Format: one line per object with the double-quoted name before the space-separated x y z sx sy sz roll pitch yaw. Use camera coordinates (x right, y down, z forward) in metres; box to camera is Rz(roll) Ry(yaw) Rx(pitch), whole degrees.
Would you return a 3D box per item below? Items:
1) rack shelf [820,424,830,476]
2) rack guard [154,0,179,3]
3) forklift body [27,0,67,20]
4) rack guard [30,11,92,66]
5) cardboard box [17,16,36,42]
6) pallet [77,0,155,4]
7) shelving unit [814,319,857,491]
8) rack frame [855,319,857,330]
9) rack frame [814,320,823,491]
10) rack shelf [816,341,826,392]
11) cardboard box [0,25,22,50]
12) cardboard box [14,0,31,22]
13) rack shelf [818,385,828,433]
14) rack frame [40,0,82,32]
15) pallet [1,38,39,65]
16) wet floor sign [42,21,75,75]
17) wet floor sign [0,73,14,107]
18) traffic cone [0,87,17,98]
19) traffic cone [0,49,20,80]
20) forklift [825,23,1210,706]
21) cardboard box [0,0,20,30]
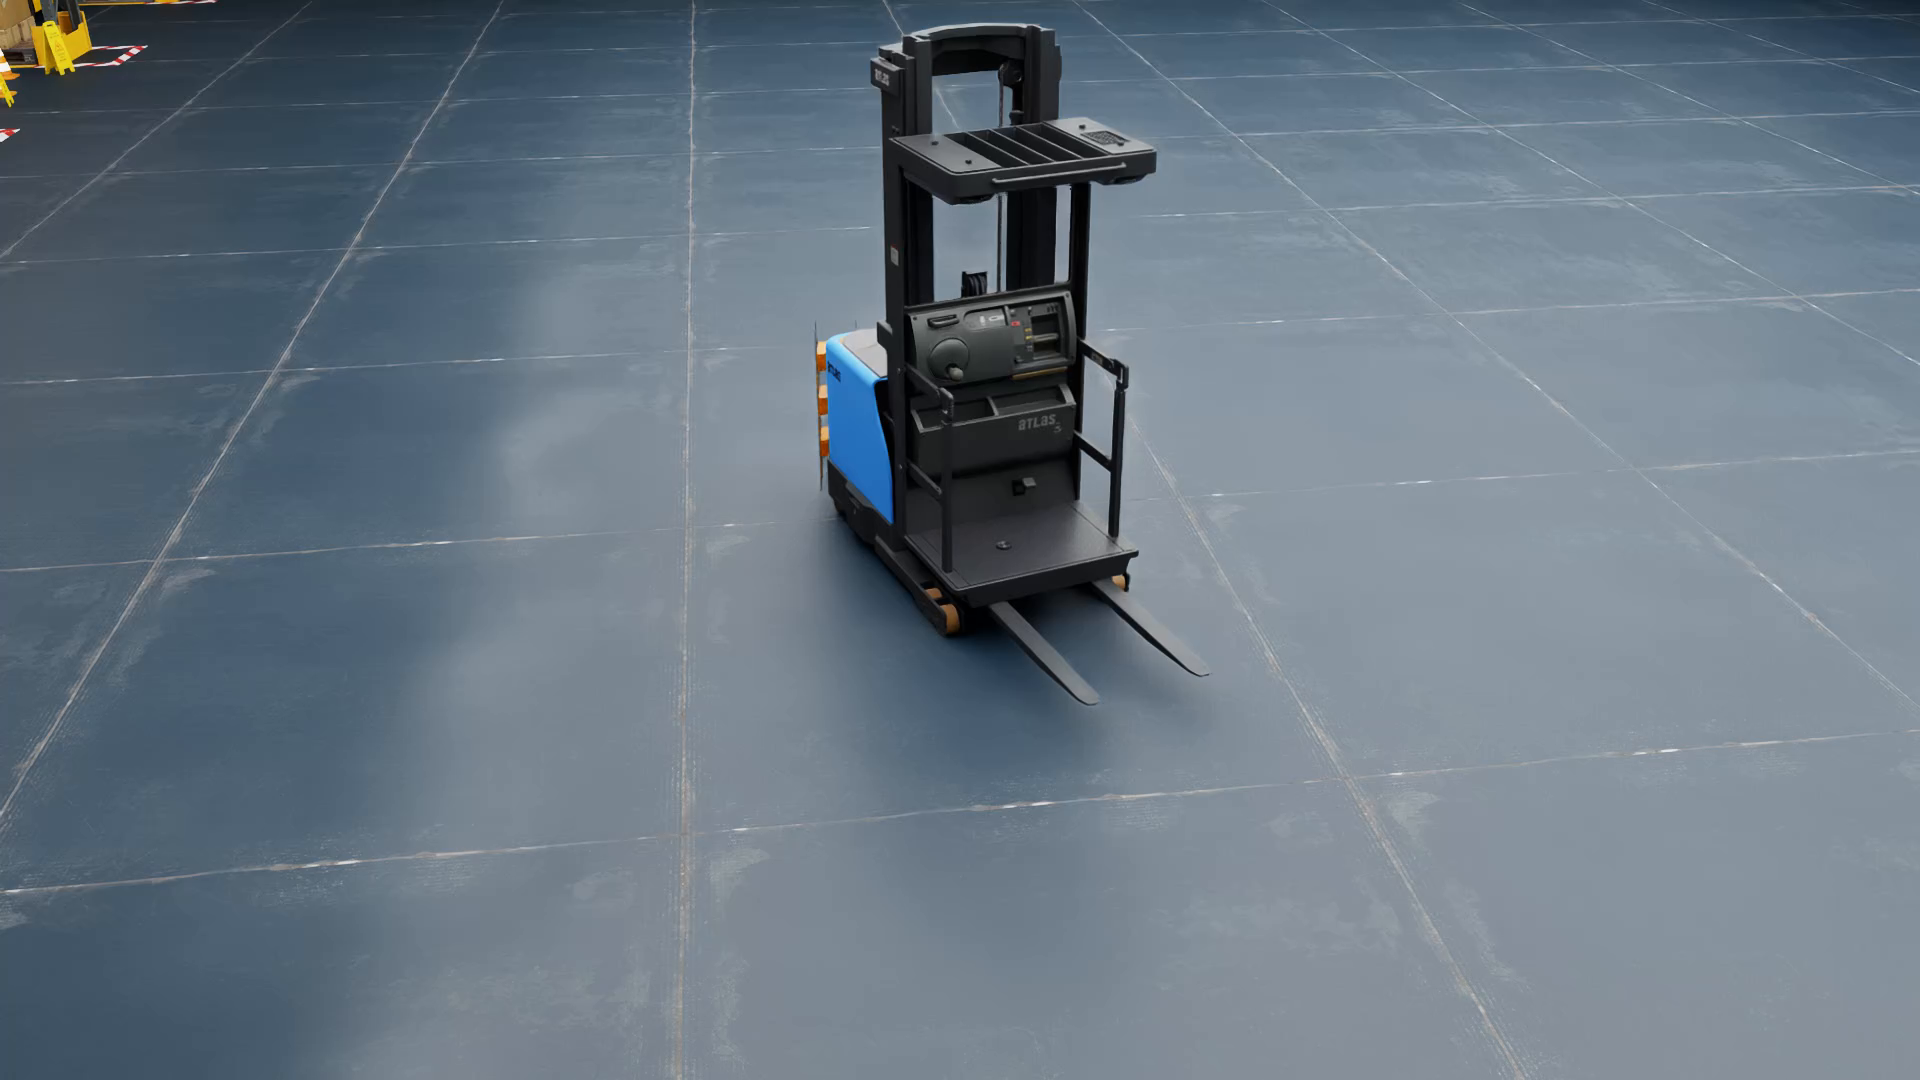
"rack shelf" -0.745 -0.561 10.326 0.240 0.259 0.215 -2 27 -3
"rack guard" -12.670 -8.997 26.737 0.348 0.500 1.175 -4 27 -7
"forklift body" -14.317 -8.785 24.515 1.214 2.155 2.313 -4 27 -7
"rack guard" -12.073 -6.747 22.352 0.348 0.500 1.175 -4 27 -7
"cardboard box" -12.836 -6.901 22.466 0.500 0.250 0.500 -4 27 -8
"pallet" -13.445 -8.800 26.668 1.213 0.211 1.003 -4 27 -7
"shelving unit" -0.745 -0.818 10.194 0.252 1.050 0.215 -2 27 -3
"rack frame" -0.623 -0.821 10.201 0.008 1.050 0.200 -2 27 -3
"rack frame" -0.866 -0.814 10.187 0.008 1.050 0.200 -2 27 -3
"rack shelf" -0.745 -1.061 10.069 0.240 0.259 0.215 -2 27 -3
"cardboard box" -12.785 -6.653 21.982 0.500 0.250 0.500 -4 27 -7
"cardboard box" -12.859 -7.233 22.292 0.500 0.500 0.500 -5 28 -9
"rack shelf" -0.745 -0.808 10.199 0.240 0.259 0.215 -2 27 -3
"rack frame" -11.998 -7.864 21.791 0.127 3.000 1.000 -4 27 -7
"pallet" -12.883 -6.583 22.348 1.213 0.211 1.003 -4 27 -7
"wet floor sign" -11.661 -6.345 21.409 0.232 0.644 0.267 6 28 11
"wet floor sign" -11.456 -5.482 19.728 0.232 0.644 0.267 -8 28 -16
"traffic cone" -11.753 -5.645 20.244 0.334 0.463 0.336 -4 27 -7
"traffic cone" -12.244 -6.125 21.180 0.334 0.463 0.336 -4 27 -7
"forklift" 0.271 -1.027 8.541 1.130 2.935 3.031 -12 29 -22
"cardboard box" -12.755 -6.992 21.822 0.500 0.500 0.500 -4 27 -7
